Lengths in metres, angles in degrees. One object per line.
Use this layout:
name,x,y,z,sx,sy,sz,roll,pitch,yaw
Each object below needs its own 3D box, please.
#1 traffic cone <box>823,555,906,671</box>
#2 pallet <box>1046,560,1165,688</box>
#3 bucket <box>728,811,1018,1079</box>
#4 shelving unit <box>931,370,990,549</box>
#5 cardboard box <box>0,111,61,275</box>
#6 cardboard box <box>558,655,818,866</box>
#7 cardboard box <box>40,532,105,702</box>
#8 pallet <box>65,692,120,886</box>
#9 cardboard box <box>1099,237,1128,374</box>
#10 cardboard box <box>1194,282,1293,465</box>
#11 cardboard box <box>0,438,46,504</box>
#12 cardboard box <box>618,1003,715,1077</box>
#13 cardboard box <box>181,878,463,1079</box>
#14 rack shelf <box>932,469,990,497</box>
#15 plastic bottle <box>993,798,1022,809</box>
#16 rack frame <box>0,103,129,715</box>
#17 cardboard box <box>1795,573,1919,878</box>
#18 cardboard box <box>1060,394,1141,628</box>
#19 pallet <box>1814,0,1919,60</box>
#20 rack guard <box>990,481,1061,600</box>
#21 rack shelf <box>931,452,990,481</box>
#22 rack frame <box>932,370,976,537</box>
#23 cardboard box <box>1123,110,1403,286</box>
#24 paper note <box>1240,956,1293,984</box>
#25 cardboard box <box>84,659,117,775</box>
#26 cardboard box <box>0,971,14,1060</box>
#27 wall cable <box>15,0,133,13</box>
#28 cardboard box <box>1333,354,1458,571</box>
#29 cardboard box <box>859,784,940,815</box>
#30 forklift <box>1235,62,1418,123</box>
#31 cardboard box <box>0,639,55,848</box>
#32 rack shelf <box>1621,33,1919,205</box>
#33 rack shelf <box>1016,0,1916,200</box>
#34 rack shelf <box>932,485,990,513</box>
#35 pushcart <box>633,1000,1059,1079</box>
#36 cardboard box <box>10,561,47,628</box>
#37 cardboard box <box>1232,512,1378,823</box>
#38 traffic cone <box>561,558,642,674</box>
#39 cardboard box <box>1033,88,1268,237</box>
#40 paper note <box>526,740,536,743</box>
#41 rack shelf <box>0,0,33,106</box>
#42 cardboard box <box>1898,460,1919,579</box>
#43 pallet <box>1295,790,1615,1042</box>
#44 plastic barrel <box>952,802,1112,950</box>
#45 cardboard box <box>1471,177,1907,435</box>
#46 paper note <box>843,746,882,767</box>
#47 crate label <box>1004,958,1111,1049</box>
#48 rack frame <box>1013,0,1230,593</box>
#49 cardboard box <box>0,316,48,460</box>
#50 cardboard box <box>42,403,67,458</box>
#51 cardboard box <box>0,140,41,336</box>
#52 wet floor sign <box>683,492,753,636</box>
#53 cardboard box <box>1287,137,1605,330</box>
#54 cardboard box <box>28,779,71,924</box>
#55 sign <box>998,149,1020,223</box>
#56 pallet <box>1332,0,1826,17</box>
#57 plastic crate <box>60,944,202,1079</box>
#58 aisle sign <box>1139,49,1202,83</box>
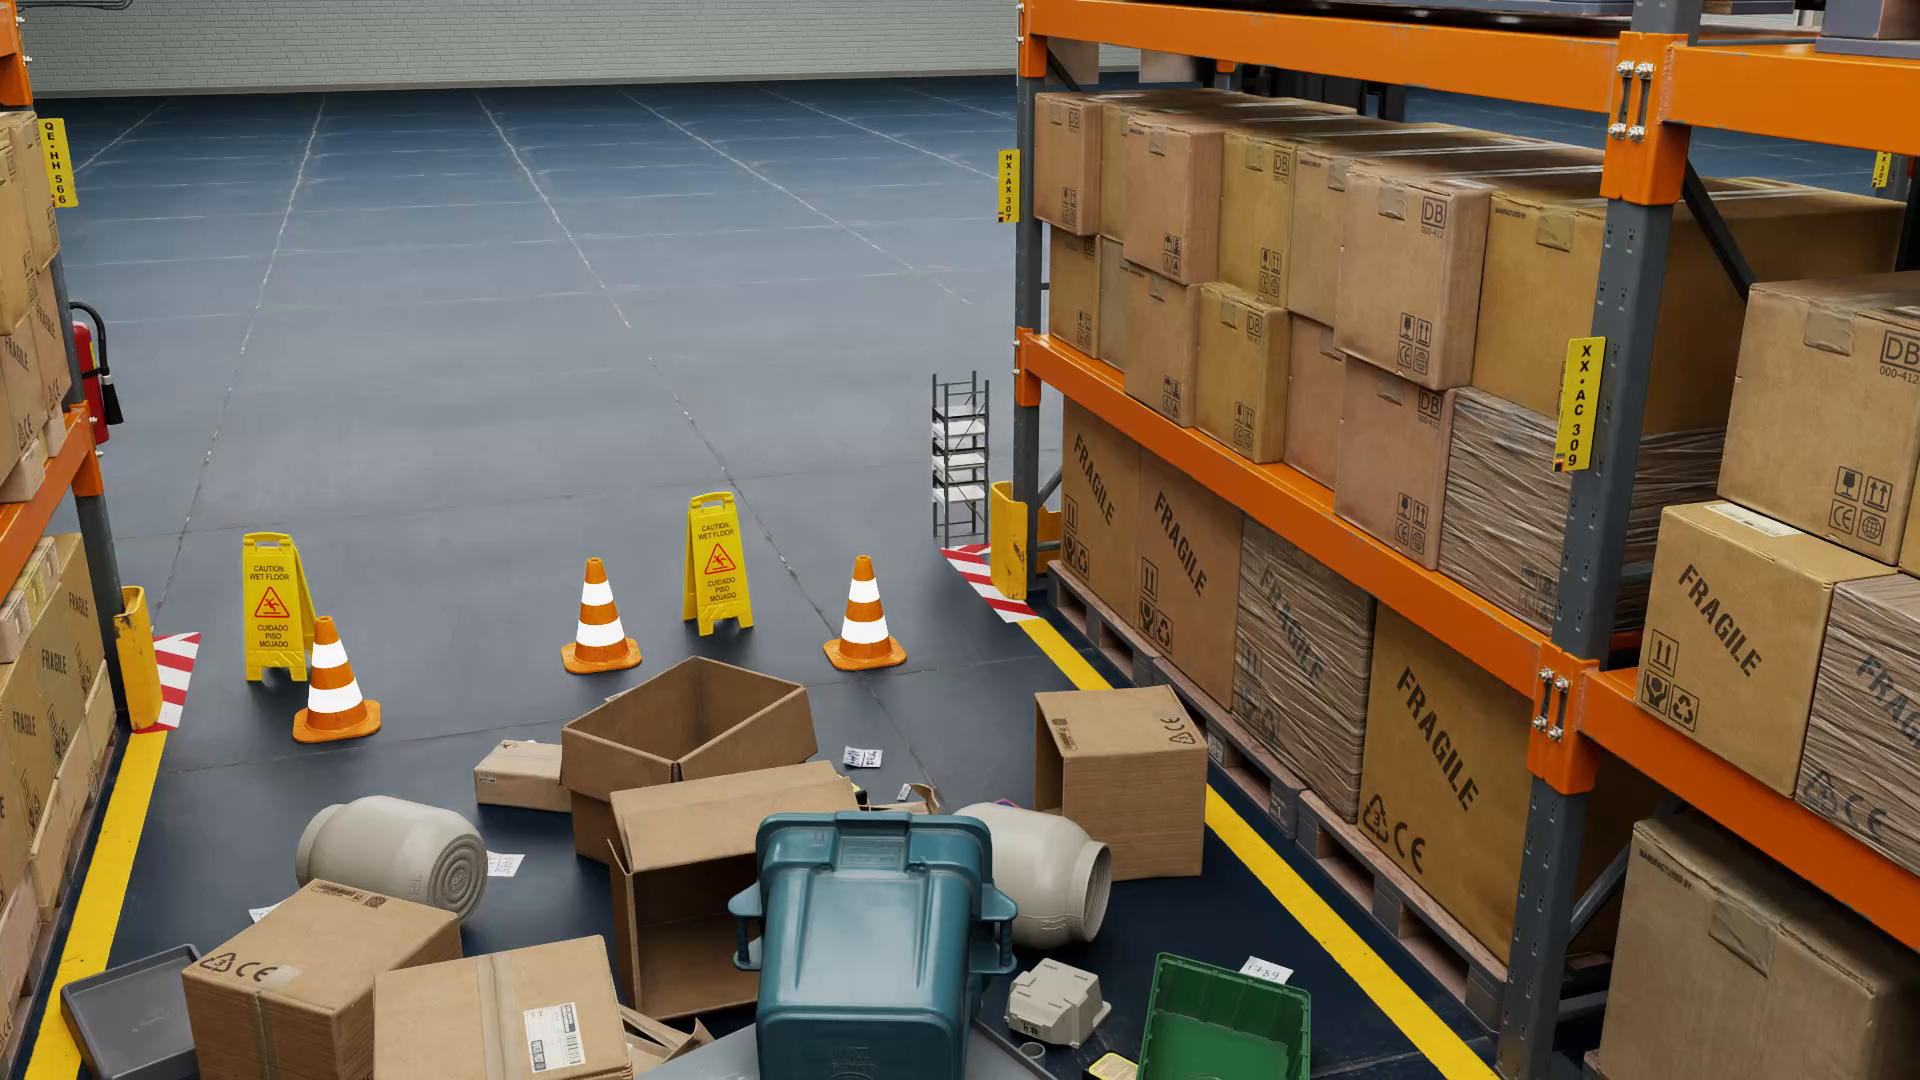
traffic cone,-0.430,0.294,7.414,0.336,0.463,0.334,-6,21,-17
pallet,1.077,0.339,7.660,1.003,0.211,1.213,-6,21,-17
bucket,-0.223,1.089,4.042,0.726,0.611,0.620,1,30,2
shelving unit,0.002,-0.421,8.757,0.258,0.900,0.210,-6,21,-17
cardboard box,-3.548,-1.180,5.698,0.700,0.500,0.500,-7,21,-19
cardboard box,-0.961,0.806,5.927,0.637,0.503,0.797,12,23,30
cardboard box,-3.417,0.310,5.954,0.500,0.500,0.500,-6,21,-17
pallet,-3.671,0.938,5.993,1.003,0.211,1.213,-6,21,-17
cardboard box,1.104,-1.004,7.052,0.875,0.550,0.550,-6,21,-17
cardboard box,1.367,-0.645,6.053,0.875,0.550,0.500,-6,21,-17
cardboard box,-3.241,-0.214,5.447,0.380,0.149,0.250,-6,21,-16
cardboard box,-0.878,1.418,4.577,0.396,0.266,0.258,12,23,30
cardboard box,-1.704,1.307,4.534,0.500,0.500,0.500,8,21,20
rack shelf,0.003,-0.305,8.799,0.258,0.077,0.200,-6,21,-17
plastic bottle,0.091,1.018,5.991,0.283,0.061,0.133,-15,25,-36
rack frame,-3.916,-0.663,6.326,1.000,3.000,0.127,-6,21,-17
cardboard box,2.078,0.374,3.289,0.500,0.500,0.500,-6,21,-17
cardboard box,1.027,-0.209,7.582,0.875,0.875,0.875,-6,21,-17
pallet,2.343,-0.971,3.027,0.805,0.209,1.217,-7,21,-19
rack guard,0.744,-0.053,8.324,1.175,0.500,0.348,-6,21,-17
rack shelf,0.002,-0.390,8.769,0.258,0.077,0.200,-6,21,-17
rack frame,-0.029,-0.454,8.848,0.240,0.900,0.006,-6,21,-17
cardboard box,1.138,-1.316,6.325,0.875,0.550,0.550,-6,21,-17
paper note,0.937,1.340,5.141,0.142,0.020,0.147,12,23,30
cardboard box,-3.399,0.672,6.055,0.500,0.250,0.500,-6,21,-17
cardboard box,-2.767,1.329,4.226,0.500,0.250,0.500,-5,20,-14
wall cable,-18.364,-11.891,33.302,3.097,2.526,0.112,-6,21,-17
cardboard box,1.687,-0.300,5.092,0.875,0.550,0.550,-6,21,-17
cardboard box,-0.280,0.993,5.759,0.396,0.266,0.258,-3,20,-8
forklift,2.305,-1.671,9.232,3.031,2.935,1.130,-5,20,-15
cardboard box,-3.098,0.640,5.036,0.500,0.500,0.500,-7,21,-18
rack shelf,2.637,-0.369,2.134,1.077,0.370,4.000,-6,21,-17
rack shelf,1.380,-1.653,5.708,1.077,0.370,4.000,-6,21,-17
rack shelf,0.003,-0.220,8.829,0.258,0.077,0.200,-6,21,-17
pushcart,-0.510,1.596,3.914,1.648,0.377,0.936,-15,25,-36
cardboard box,-3.162,0.196,5.311,0.380,0.149,0.250,-6,21,-16
cardboard box,1.590,0.366,5.981,0.875,0.875,0.875,-6,21,-17
traffic cone,-1.610,0.305,7.384,0.336,0.463,0.334,-6,21,-17
cardboard box,0.831,-1.677,7.329,0.875,0.550,0.550,-6,21,-17
paper note,-1.729,0.826,6.572,0.148,0.019,0.142,-15,25,-36
rack shelf,-3.288,-1.095,4.153,1.077,0.370,4.000,-6,21,-17
cardboard box,2.334,-0.132,3.220,0.700,0.500,0.500,-7,21,-18
pallet,1.844,1.122,5.480,1.003,0.211,1.213,-6,21,-17
plastic barrel,0.196,1.073,5.302,0.512,0.421,0.421,8,21,20
cardboard box,1.925,-0.639,4.438,0.875,0.550,0.550,-6,21,-17
paper note,-0.381,0.847,6.516,0.144,0.017,0.142,1,20,2
crate label,0.277,1.365,4.914,0.250,0.136,0.298,12,23,30
rack frame,0.751,-1.222,7.880,1.000,3.000,0.127,-6,21,-17
cardboard box,-3.331,-0.544,5.406,0.500,0.500,0.500,-6,21,-17
cardboard box,-3.411,-0.378,5.904,0.380,0.149,0.250,-7,21,-18
cardboard box,-3.138,-0.864,4.818,0.700,0.500,0.500,-7,21,-18
wet floor sign,-1.138,0.088,7.718,0.267,0.644,0.232,-10,22,-27
cardboard box,1.603,-0.991,5.418,0.875,0.550,0.550,-6,21,-17
cardboard box,-3.082,0.998,5.146,0.500,0.250,0.500,-7,21,-19
sign,0.222,-1.609,7.562,0.100,0.325,0.005,-6,21,-17
pallet,1.761,-1.572,4.548,1.003,0.211,1.213,-6,21,-17
plastic crate,-2.374,1.404,4.891,0.402,0.080,0.583,-15,25,-36
aisle sign,1.014,-2.500,7.593,0.394,0.787,0.004,-6,21,-17
